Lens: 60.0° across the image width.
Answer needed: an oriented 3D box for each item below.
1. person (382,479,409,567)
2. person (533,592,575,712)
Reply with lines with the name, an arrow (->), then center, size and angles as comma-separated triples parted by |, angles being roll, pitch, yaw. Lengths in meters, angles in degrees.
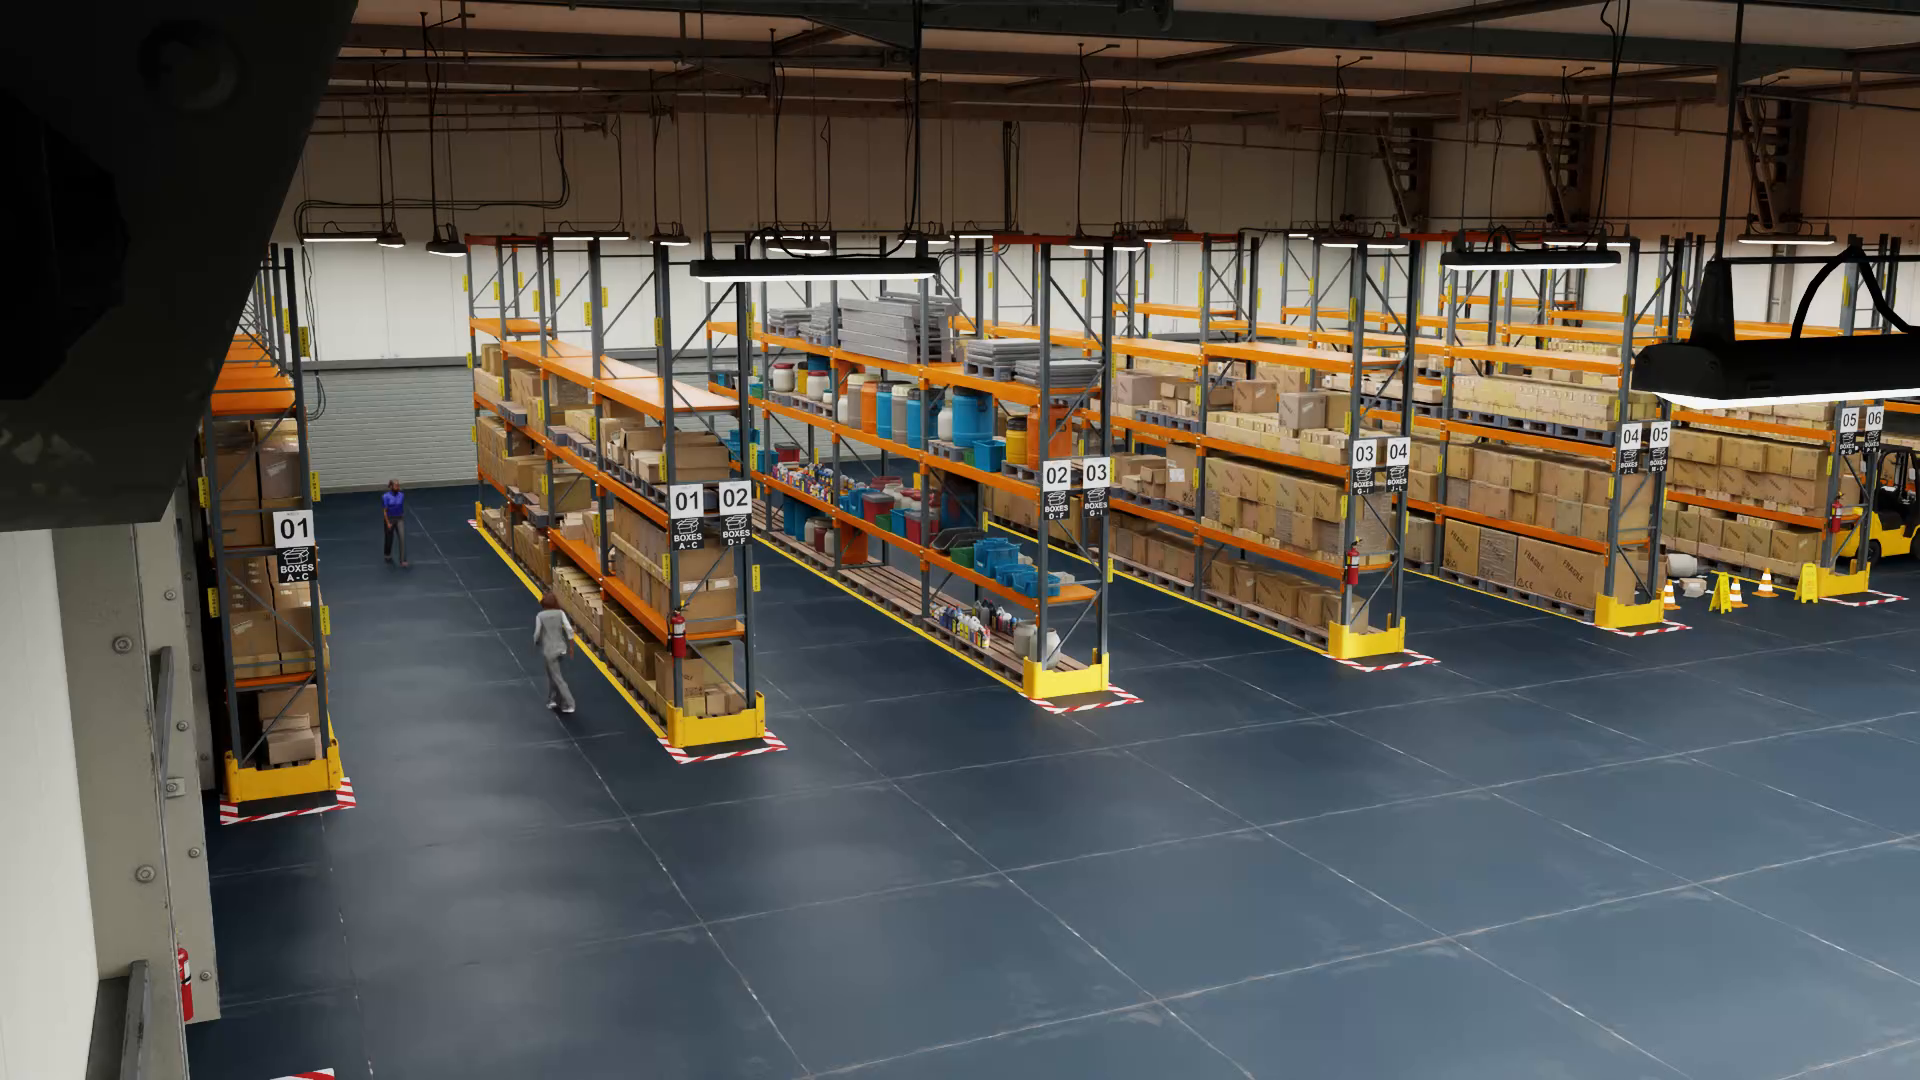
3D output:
person -> -10.415, -0.330, 30.610 | 0.431, 1.596, 0.939 | -6, 13, -29
person -> -5.272, 1.486, 21.519 | 0.702, 1.639, 0.370 | 7, 13, 31
